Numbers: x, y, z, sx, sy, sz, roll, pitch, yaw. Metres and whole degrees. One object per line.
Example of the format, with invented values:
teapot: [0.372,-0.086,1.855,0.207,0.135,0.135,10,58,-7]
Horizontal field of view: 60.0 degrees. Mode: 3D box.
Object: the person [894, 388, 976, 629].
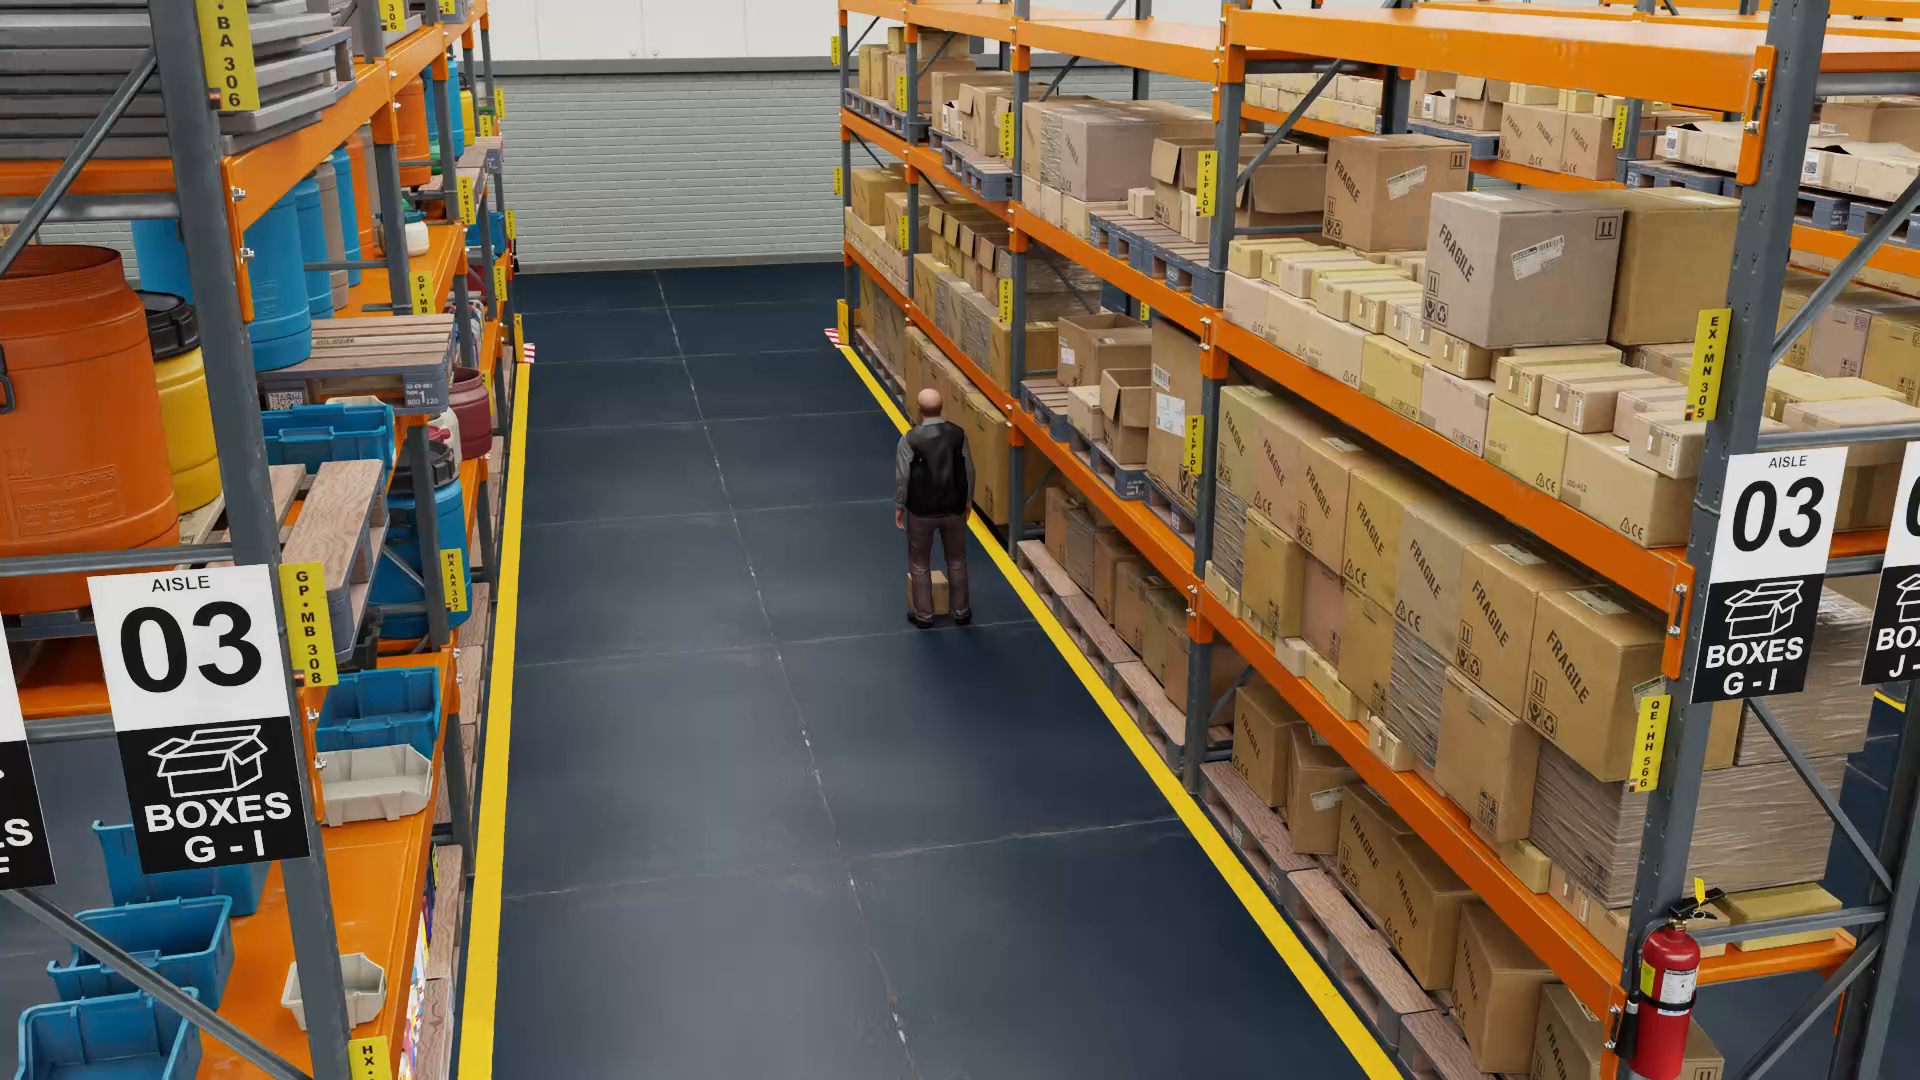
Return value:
person: [-0.171,-0.210,11.698,0.594,1.722,0.419,-6,20,-15]
